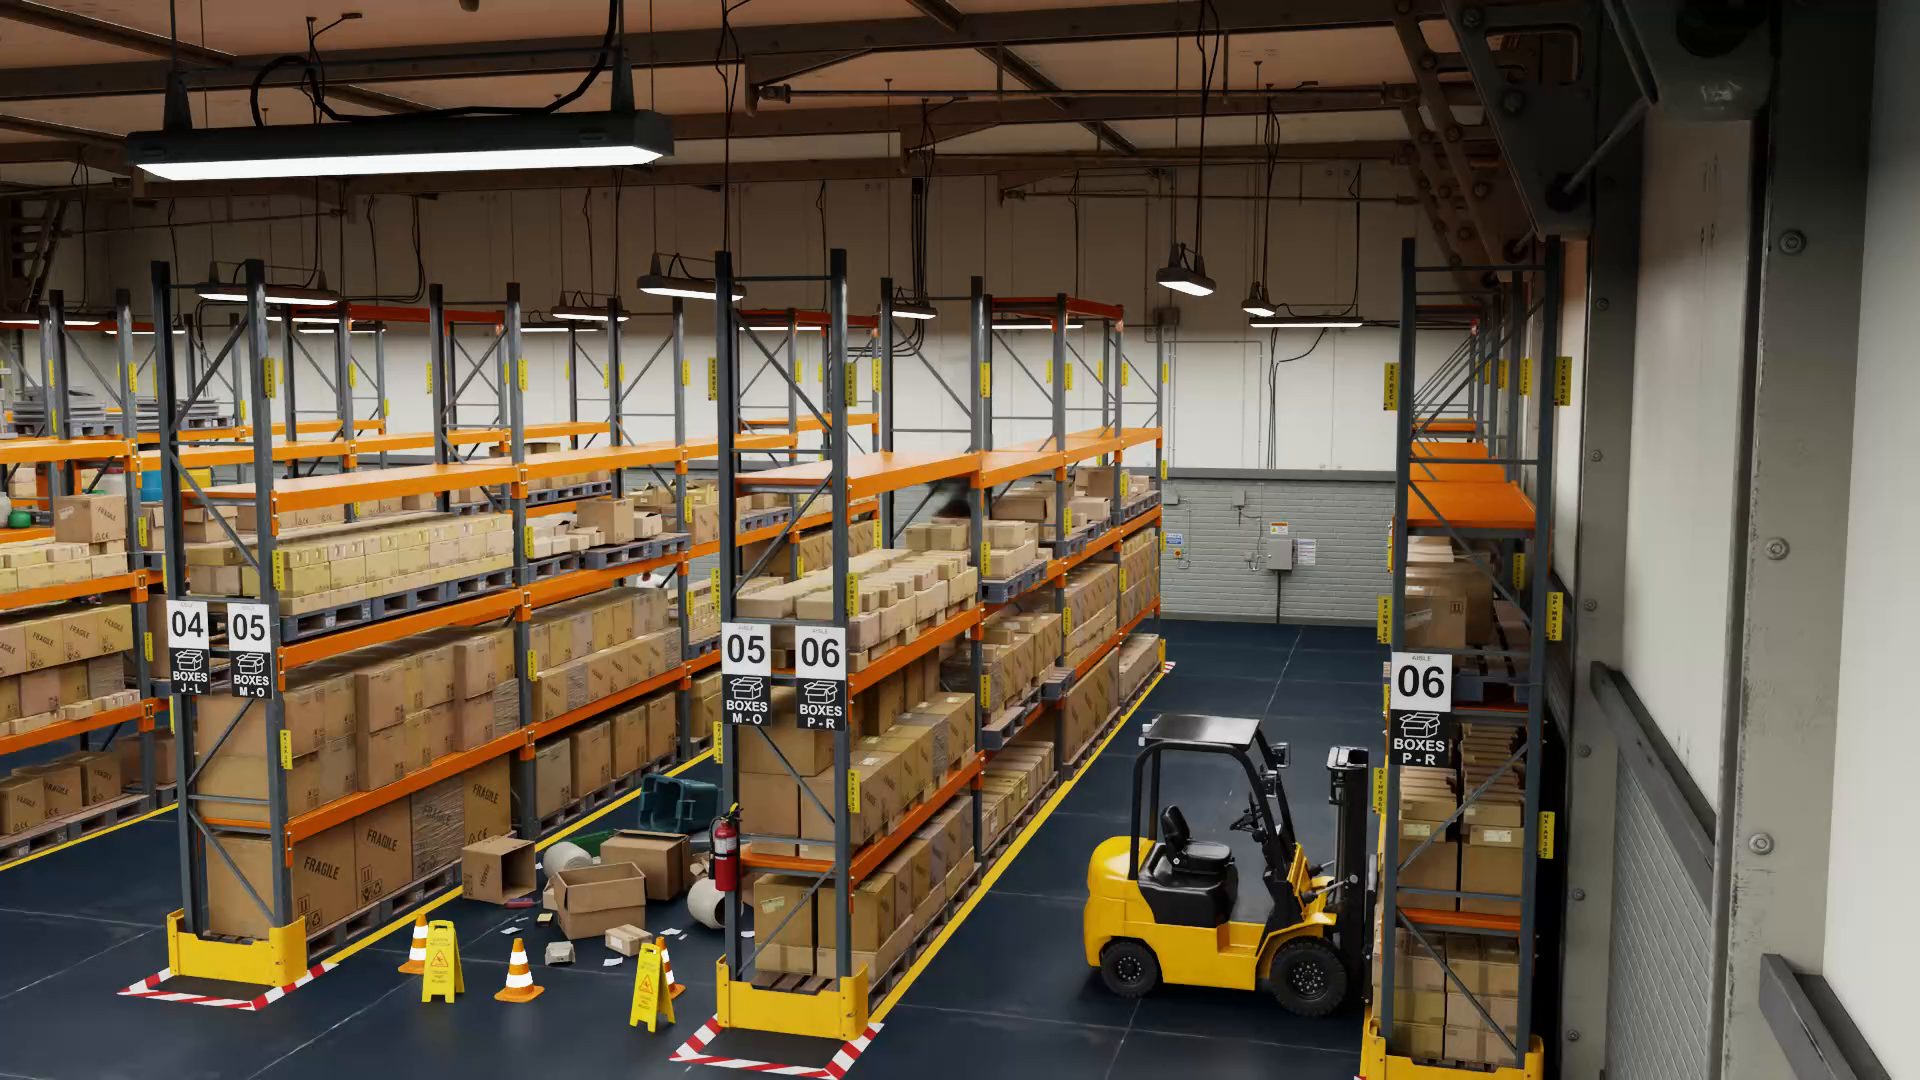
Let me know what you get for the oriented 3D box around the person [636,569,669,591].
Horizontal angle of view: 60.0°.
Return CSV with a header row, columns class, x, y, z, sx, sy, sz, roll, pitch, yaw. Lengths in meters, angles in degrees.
class,x,y,z,sx,sy,sz,roll,pitch,yaw
person,-5.383,1.223,28.903,0.682,1.779,0.915,2,6,15
